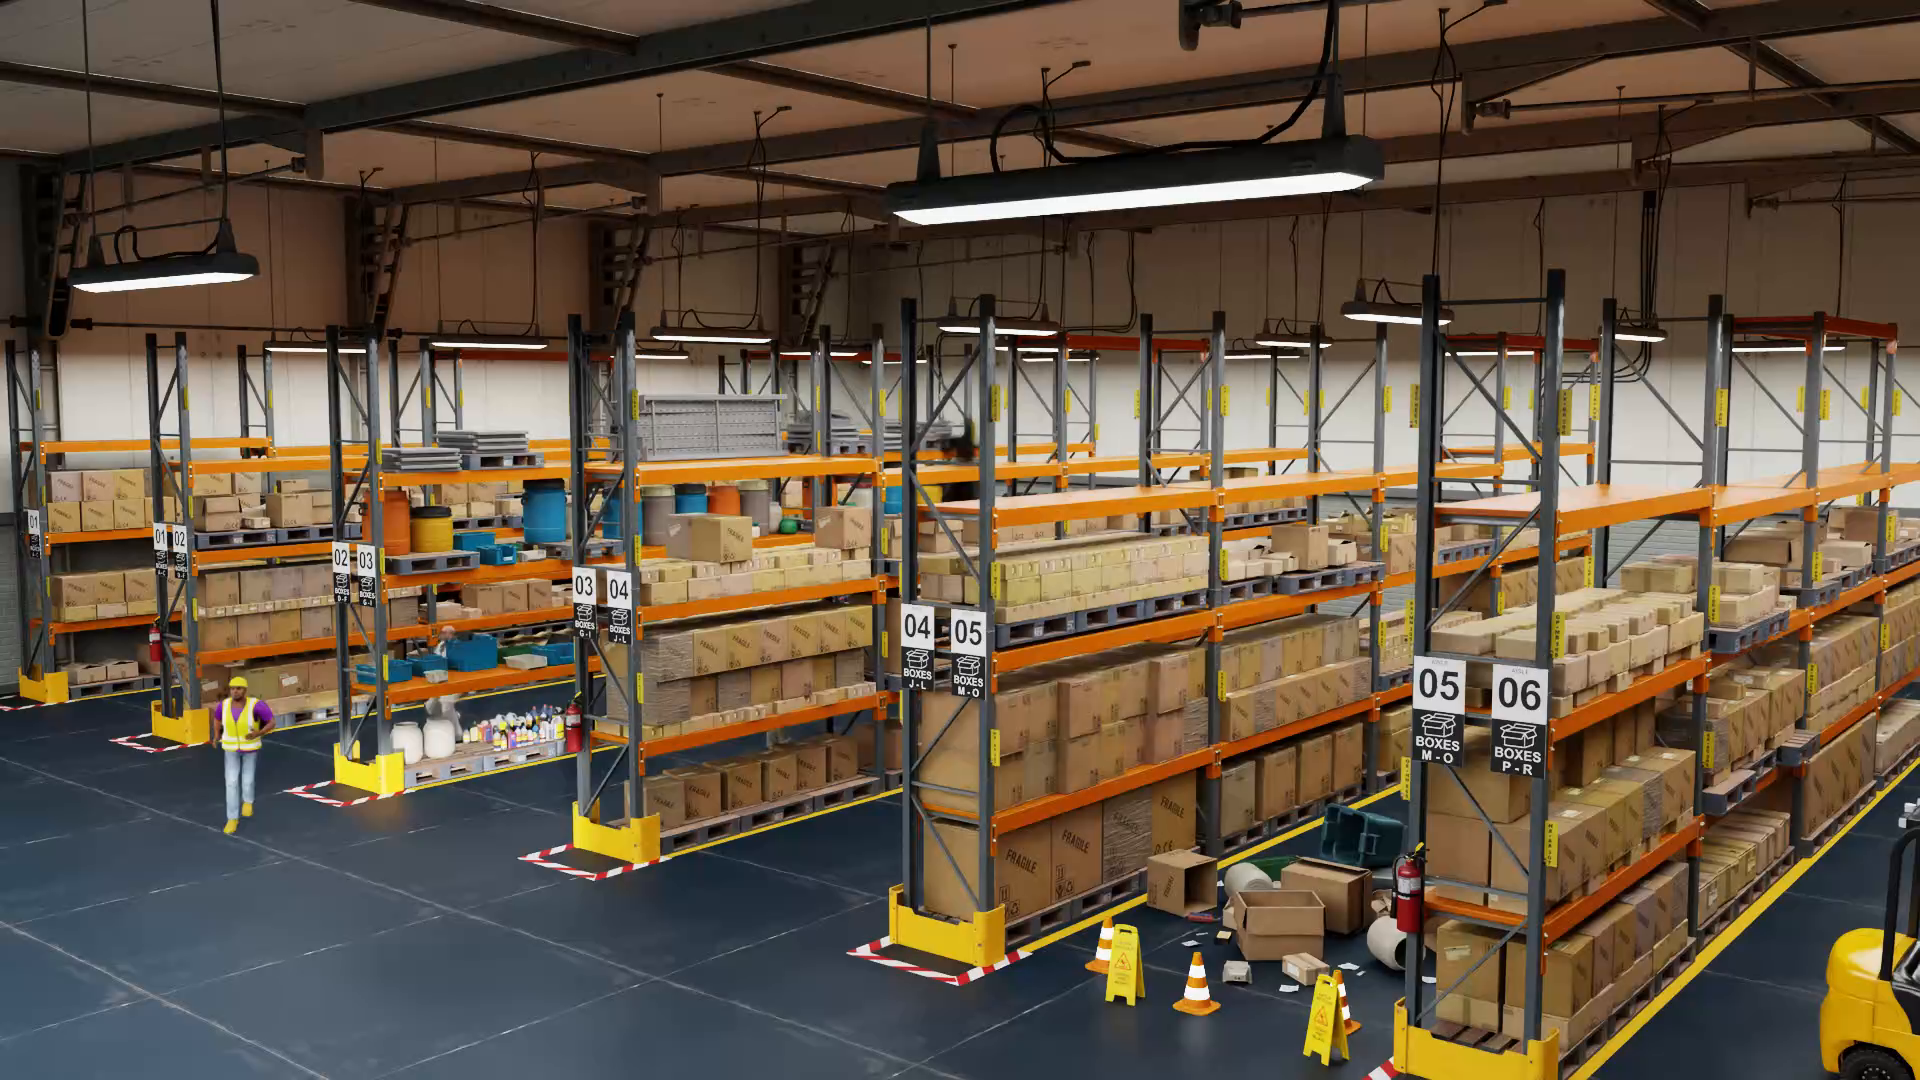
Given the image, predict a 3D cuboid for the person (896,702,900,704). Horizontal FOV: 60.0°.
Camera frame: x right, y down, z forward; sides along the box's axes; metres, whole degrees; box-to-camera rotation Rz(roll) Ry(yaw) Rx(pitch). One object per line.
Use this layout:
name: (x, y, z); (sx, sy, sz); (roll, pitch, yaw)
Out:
person: (-0.929, 1.677, 25.897); (0.679, 1.744, 0.571); (3, 6, 30)

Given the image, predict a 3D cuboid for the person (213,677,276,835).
person: (-8.487, 2.502, 19.734); (0.715, 1.808, 0.862); (-1, 5, -13)

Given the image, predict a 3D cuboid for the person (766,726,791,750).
person: (-2.529, 2.055, 22.385); (0.542, 1.762, 0.711); (4, 7, 40)

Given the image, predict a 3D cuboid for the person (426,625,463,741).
person: (-7.533, 2.113, 24.323); (0.704, 1.732, 0.628); (3, 6, 34)
